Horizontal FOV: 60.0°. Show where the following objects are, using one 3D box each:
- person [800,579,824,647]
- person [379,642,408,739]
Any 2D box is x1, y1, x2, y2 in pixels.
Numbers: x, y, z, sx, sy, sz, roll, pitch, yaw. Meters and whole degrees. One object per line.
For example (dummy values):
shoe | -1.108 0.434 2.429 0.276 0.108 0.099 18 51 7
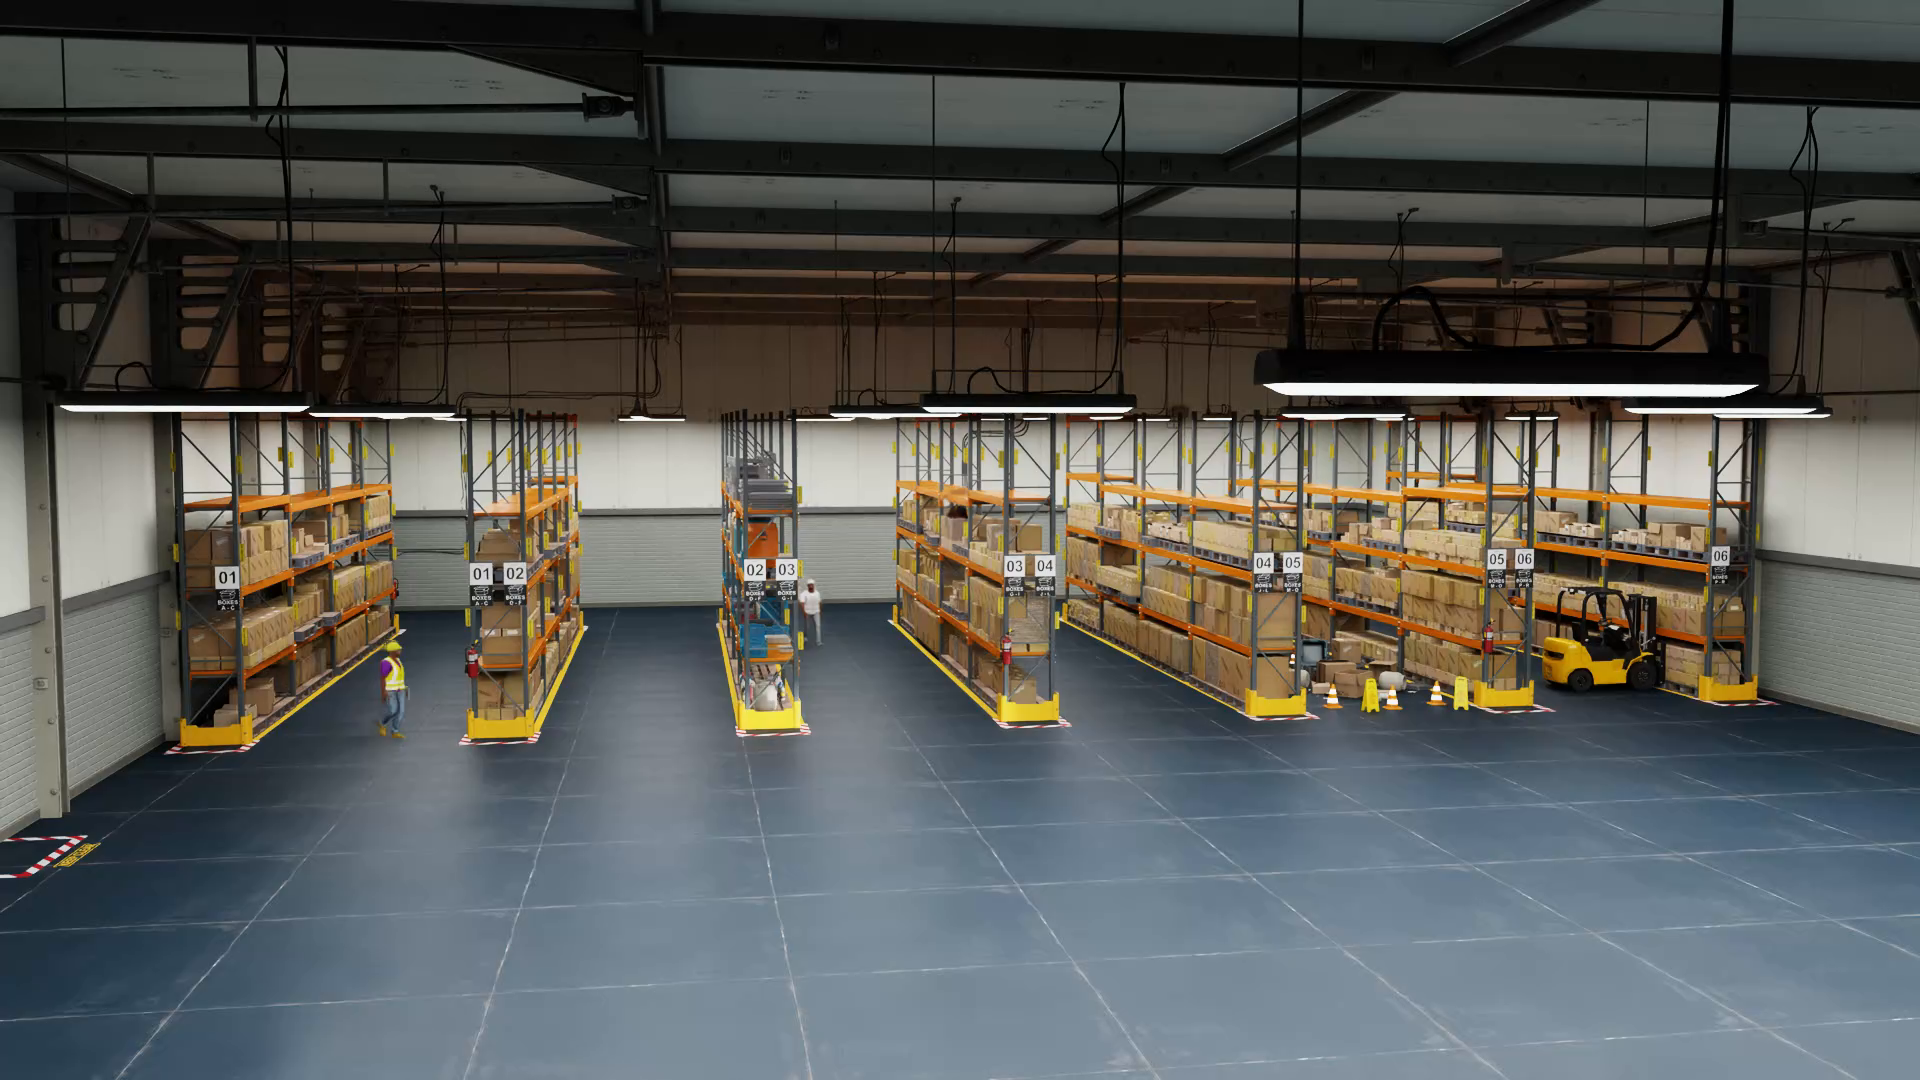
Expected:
person | -3.823 1.878 42.973 0.614 1.727 1.010 -1 4 -19
person | -10.299 2.727 30.185 0.526 1.752 0.607 3 5 35
